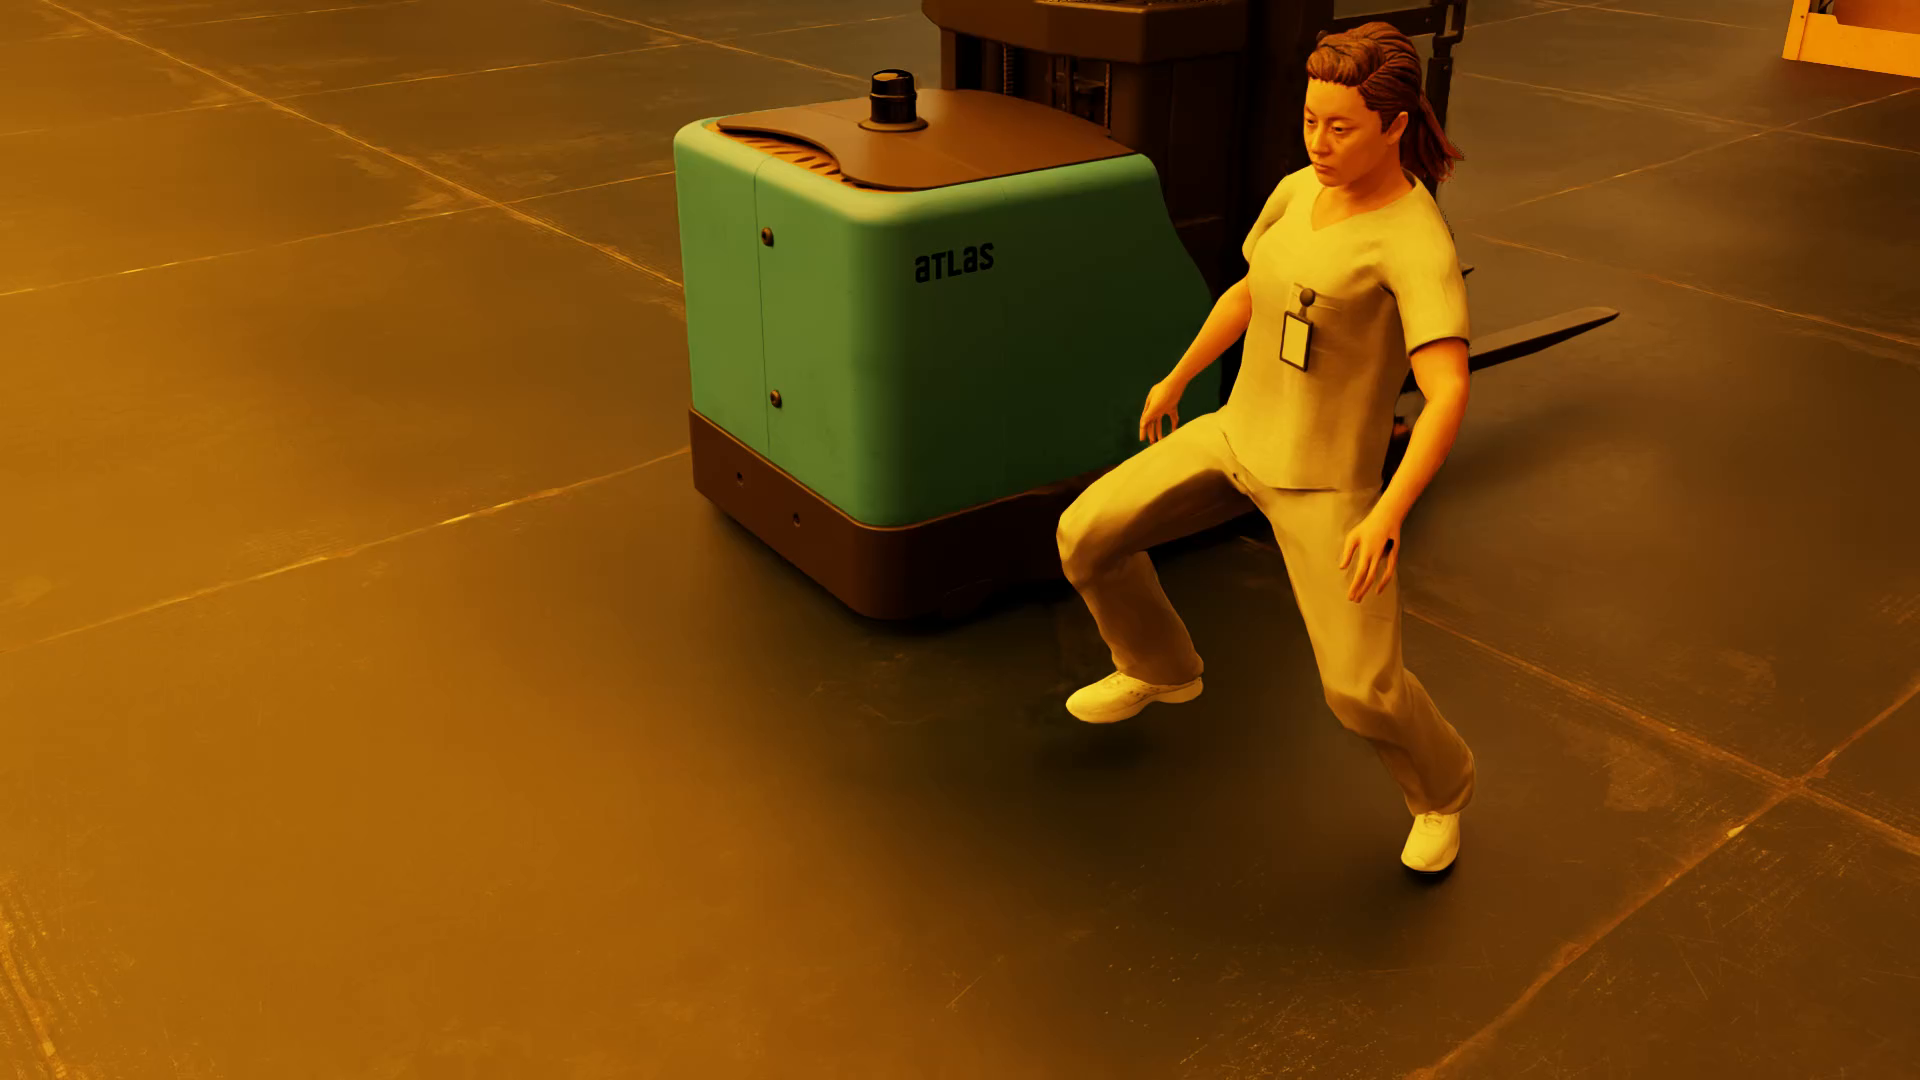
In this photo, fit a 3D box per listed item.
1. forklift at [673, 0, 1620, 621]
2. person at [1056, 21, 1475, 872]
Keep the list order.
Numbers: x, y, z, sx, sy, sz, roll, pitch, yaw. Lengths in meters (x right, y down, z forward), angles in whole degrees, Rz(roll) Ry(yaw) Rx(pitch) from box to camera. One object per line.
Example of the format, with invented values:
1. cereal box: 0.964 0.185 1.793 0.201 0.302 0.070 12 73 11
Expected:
1. forklift: 0.758 -1.612 4.452 3.031 2.935 1.130 -17 31 -31
2. person: 0.639 -0.160 3.056 0.664 1.531 0.850 -13 29 -25
